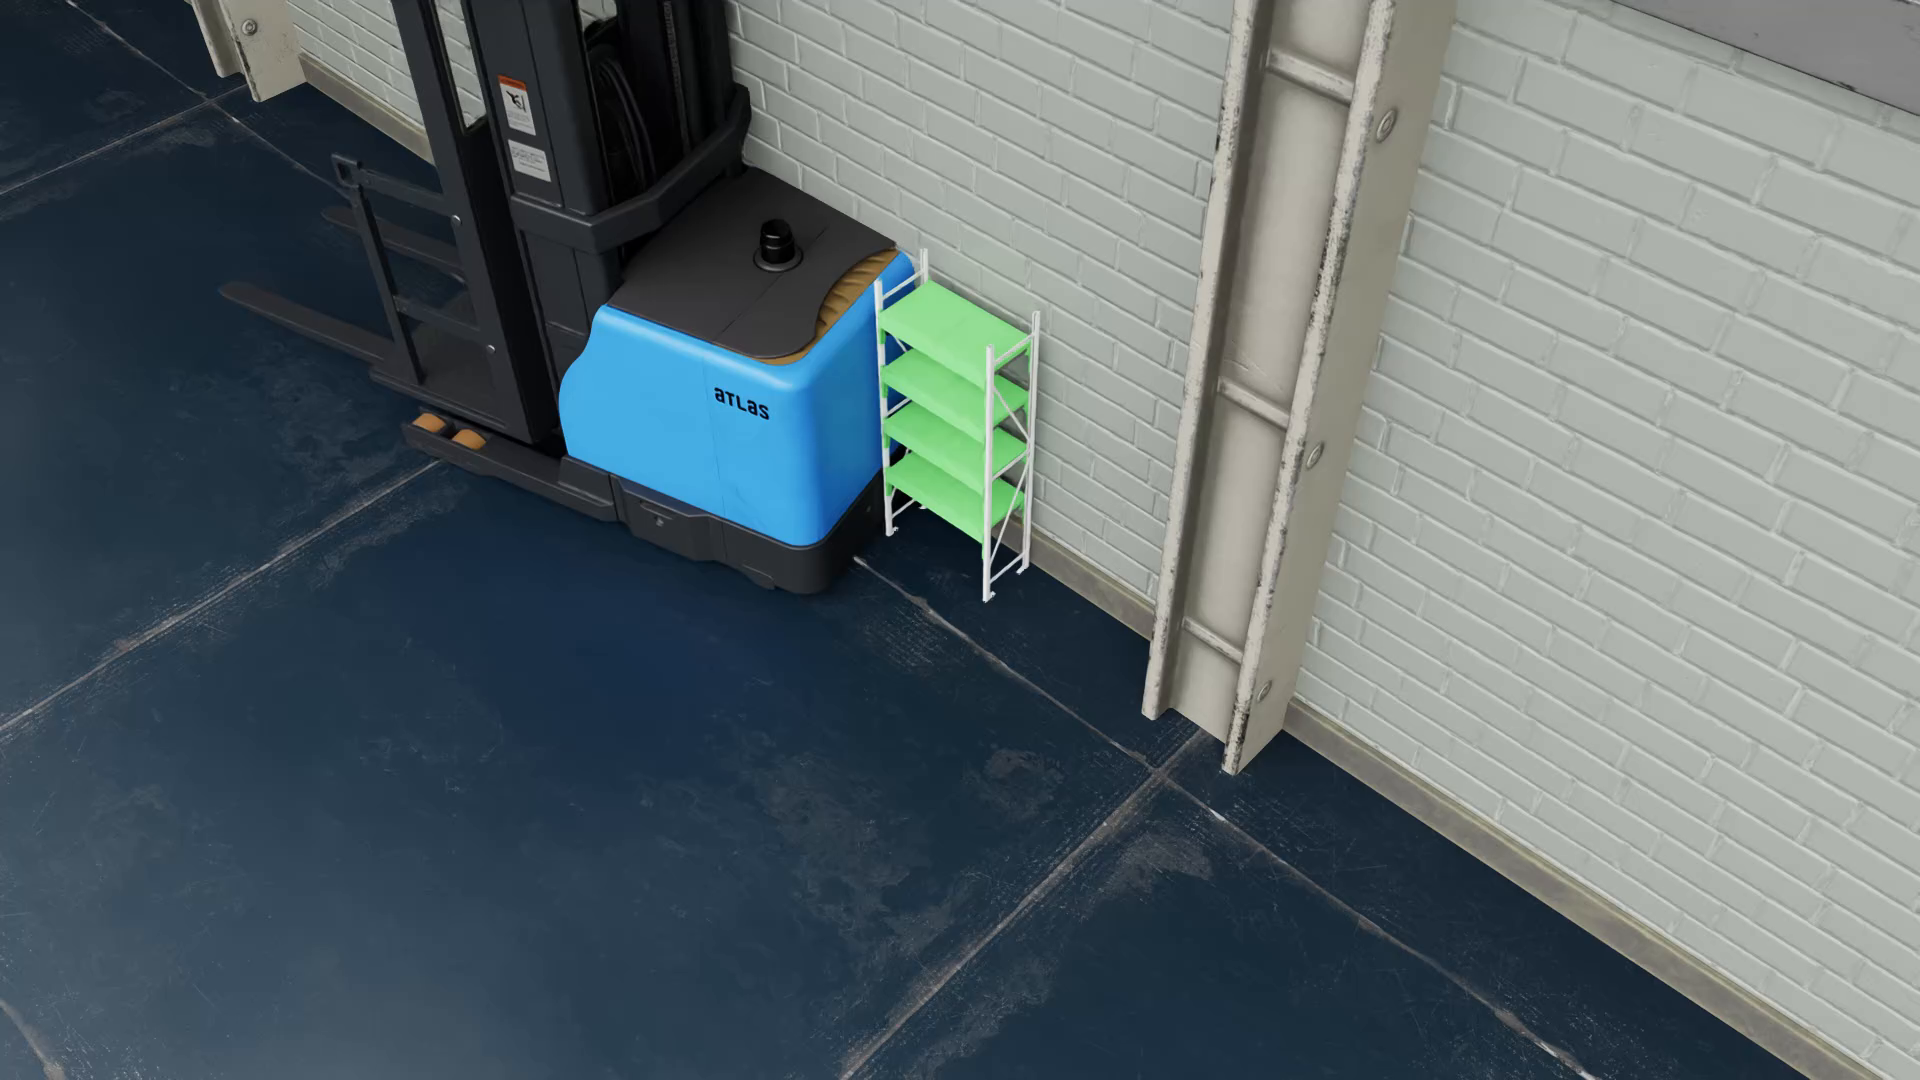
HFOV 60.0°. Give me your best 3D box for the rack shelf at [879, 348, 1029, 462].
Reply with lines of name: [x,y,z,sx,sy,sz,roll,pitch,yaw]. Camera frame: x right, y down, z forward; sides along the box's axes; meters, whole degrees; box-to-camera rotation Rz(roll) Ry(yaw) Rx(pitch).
rack shelf: [-0.012,-0.491,5.647,0.480,0.148,0.258,33,55,27]

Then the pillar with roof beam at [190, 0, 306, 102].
pillar with roof beam: [-6.461,-3.136,3.022,0.400,9.000,9.100,34,55,28]

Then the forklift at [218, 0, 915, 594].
forklift: [-1.600,-1.588,5.730,3.031,2.935,1.130,21,50,19]

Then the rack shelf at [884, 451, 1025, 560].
rack shelf: [-0.012,-0.163,5.997,0.480,0.148,0.258,33,55,27]

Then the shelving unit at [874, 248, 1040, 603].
shelving unit: [-0.012,-0.371,5.775,0.503,1.200,0.258,33,55,27]

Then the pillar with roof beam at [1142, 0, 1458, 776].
pillar with roof beam: [-2.052,-0.169,0.236,0.400,9.000,9.100,34,55,28]

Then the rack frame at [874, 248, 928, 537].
rack frame: [-0.193,-0.490,5.887,0.015,1.200,0.240,33,55,27]

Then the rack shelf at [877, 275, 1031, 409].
rack shelf: [-0.012,-0.656,5.472,0.480,0.148,0.258,33,55,27]

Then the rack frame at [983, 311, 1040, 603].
rack frame: [0.169,-0.251,5.663,0.015,1.200,0.240,33,55,27]

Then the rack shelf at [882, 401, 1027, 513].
rack shelf: [-0.012,-0.327,5.822,0.480,0.148,0.258,33,55,27]
